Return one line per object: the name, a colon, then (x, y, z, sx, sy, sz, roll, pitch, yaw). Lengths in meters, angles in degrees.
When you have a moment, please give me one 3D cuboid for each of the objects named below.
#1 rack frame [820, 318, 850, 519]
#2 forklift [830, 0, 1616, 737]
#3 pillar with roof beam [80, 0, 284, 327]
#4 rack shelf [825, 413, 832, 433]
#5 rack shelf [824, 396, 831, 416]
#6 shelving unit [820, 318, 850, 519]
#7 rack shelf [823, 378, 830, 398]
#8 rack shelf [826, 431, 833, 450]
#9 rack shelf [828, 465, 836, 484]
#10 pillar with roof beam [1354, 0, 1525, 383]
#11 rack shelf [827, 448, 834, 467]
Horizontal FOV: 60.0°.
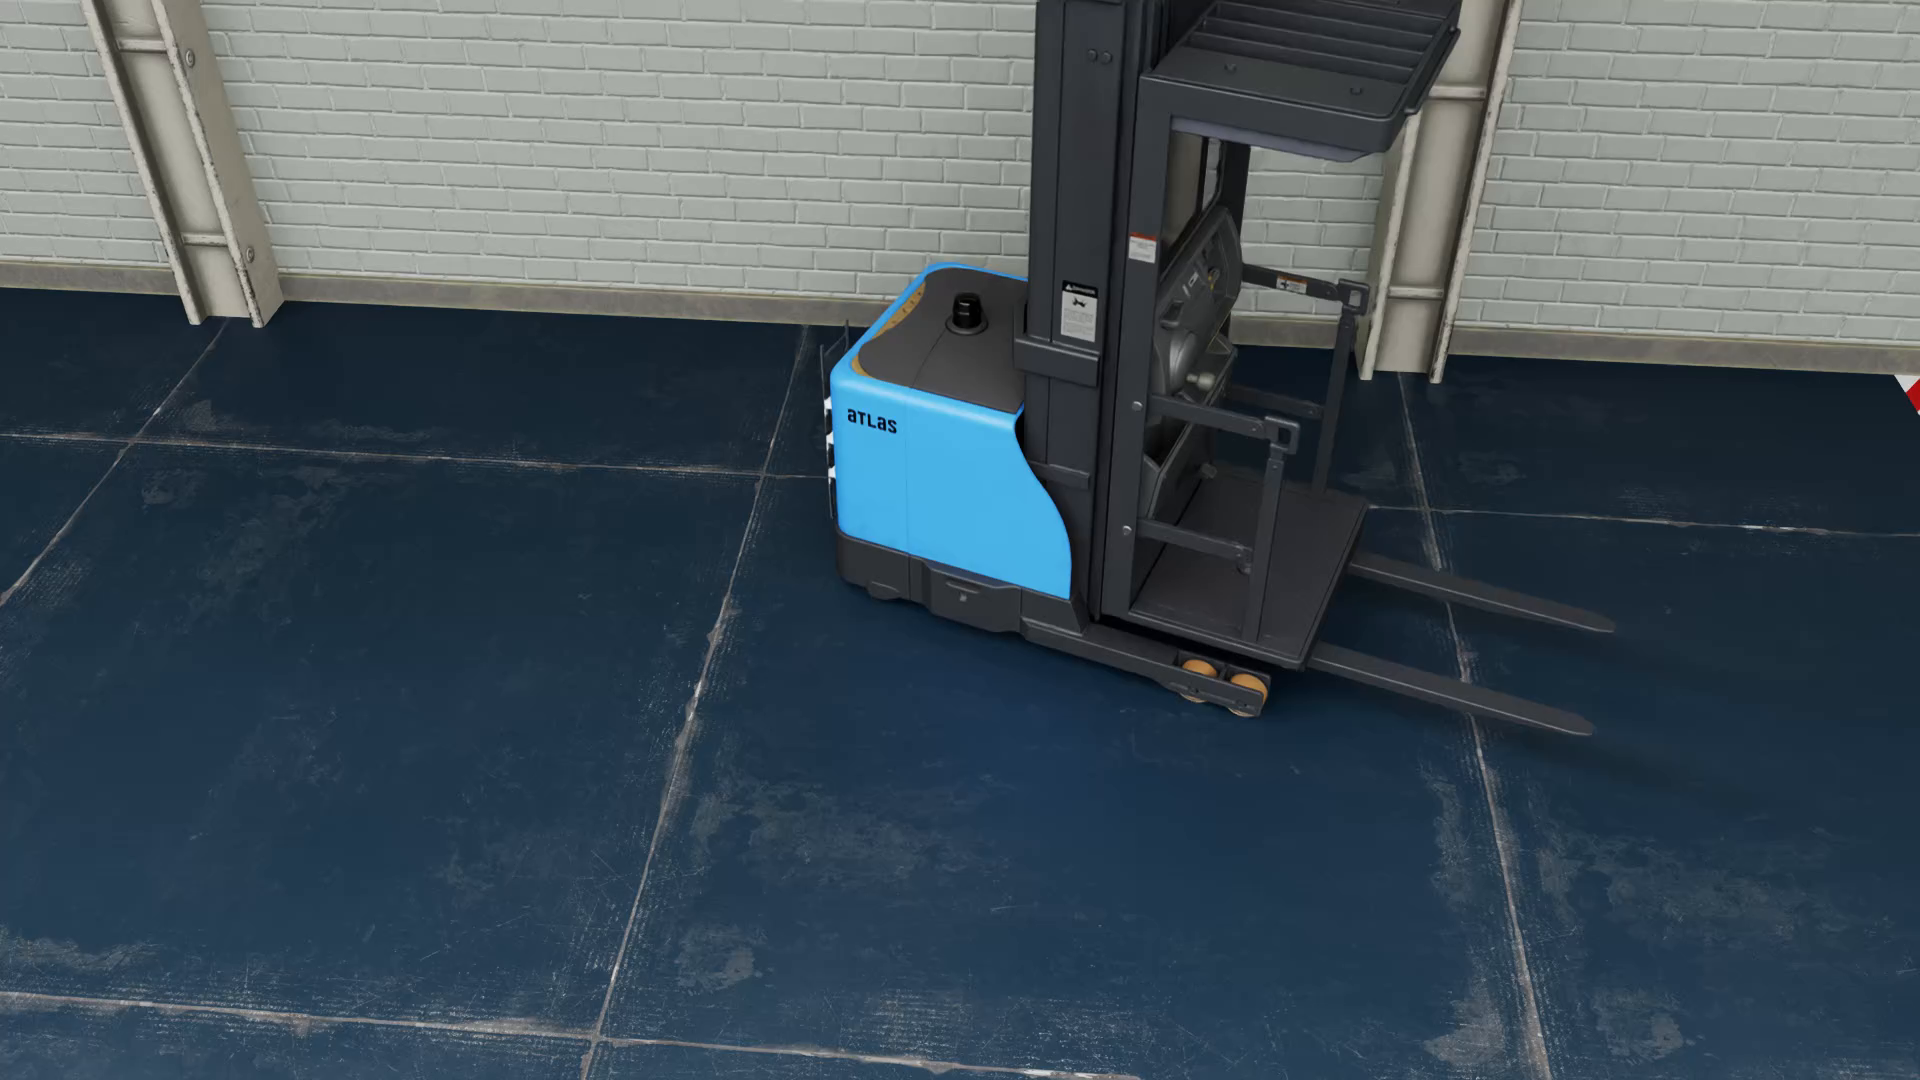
rack frame: (-0.520, -0.512, 7.167, 0.006, 0.900, 0.240, 16, 42, 19)
forklift: (1.046, -0.839, 5.959, 3.031, 2.935, 1.130, 16, 42, 19)
pillar with roof beam: (-4.160, -1.989, 2.566, 0.400, 9.000, 9.100, 3, 39, 4)
rack shelf: (-0.427, -0.530, 7.098, 0.200, 0.077, 0.258, 16, 42, 19)
rack shelf: (-0.427, -0.600, 7.042, 0.200, 0.077, 0.258, 16, 42, 19)
shelving unit: (-0.427, -0.486, 7.134, 0.210, 0.900, 0.258, 16, 42, 19)
rack shelf: (-0.427, -0.669, 6.985, 0.200, 0.077, 0.258, 16, 42, 19)
rack shelf: (-0.427, -0.460, 7.155, 0.200, 0.077, 0.258, 16, 42, 19)
rack shelf: (-0.427, -0.320, 7.269, 0.200, 0.077, 0.258, 16, 42, 19)
pillar with roof beam: (1.818, -1.663, 2.164, 0.400, 9.000, 9.100, 3, 39, 4)
rack shelf: (-0.427, -0.390, 7.212, 0.200, 0.077, 0.258, 16, 42, 19)
